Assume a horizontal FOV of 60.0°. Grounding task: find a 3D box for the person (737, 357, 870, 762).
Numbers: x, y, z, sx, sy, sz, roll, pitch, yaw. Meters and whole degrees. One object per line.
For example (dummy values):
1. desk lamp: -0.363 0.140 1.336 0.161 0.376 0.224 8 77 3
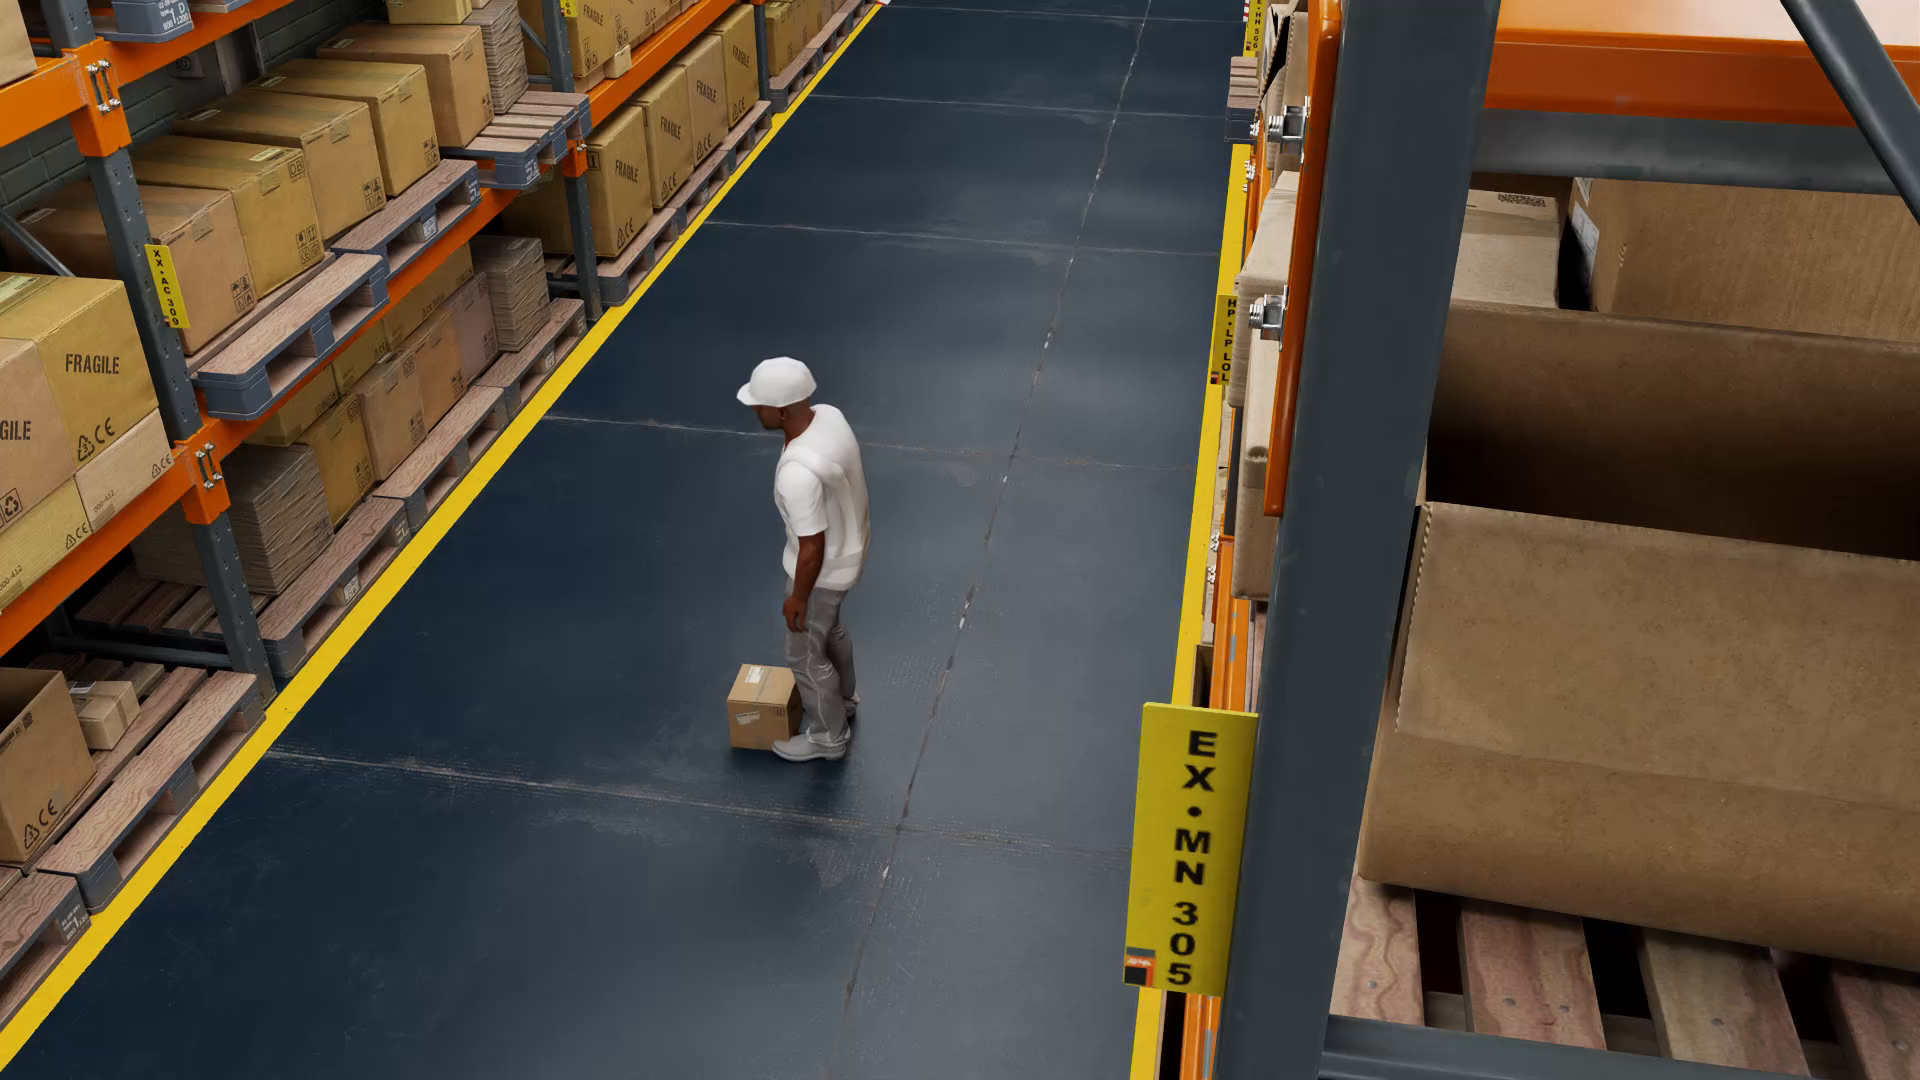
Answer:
1. person: -0.583 0.077 6.499 0.463 1.759 0.625 4 32 6
